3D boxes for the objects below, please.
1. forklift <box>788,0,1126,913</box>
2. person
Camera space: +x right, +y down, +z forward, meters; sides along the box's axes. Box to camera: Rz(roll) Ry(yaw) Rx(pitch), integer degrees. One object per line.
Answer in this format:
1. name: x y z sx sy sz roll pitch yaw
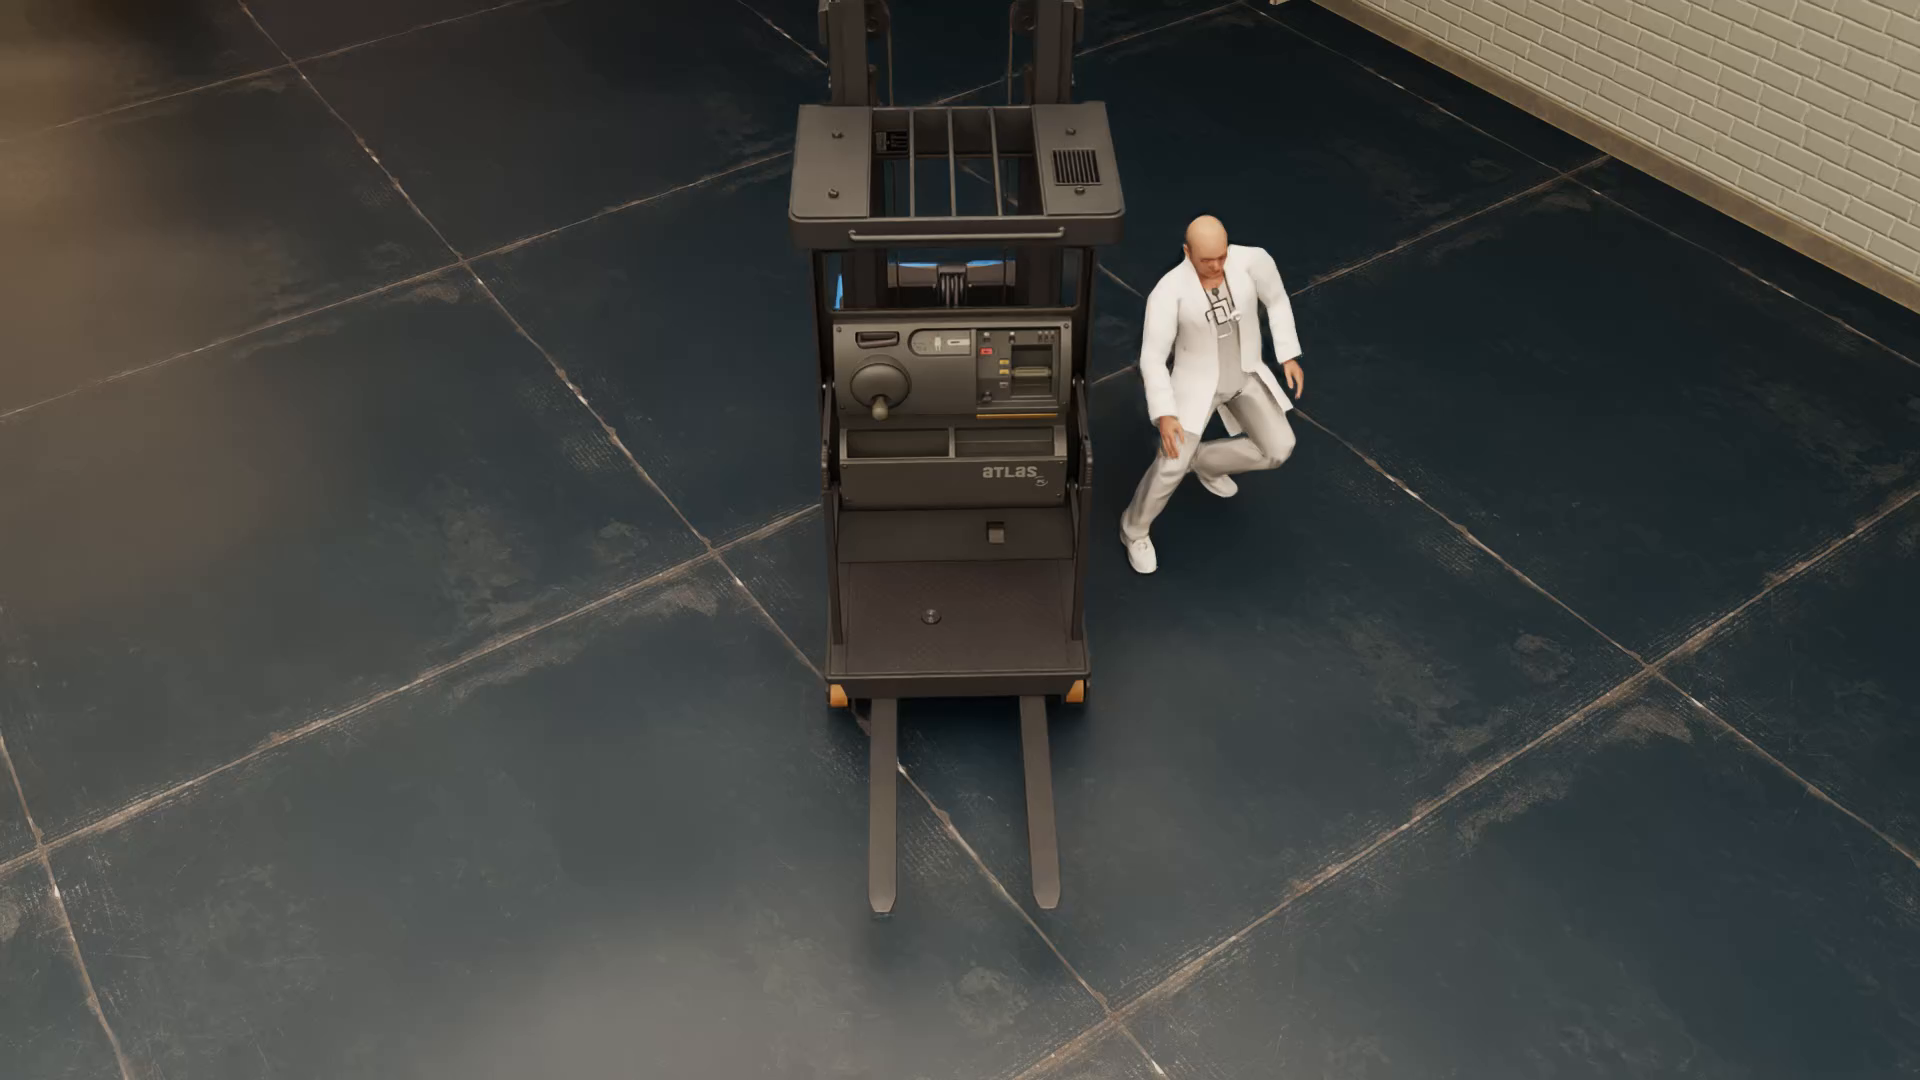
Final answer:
1. forklift: -0.020 -0.585 6.350 1.130 2.935 3.031 -1 43 -1
2. person: 1.135 -0.644 7.384 0.808 1.618 0.706 -10 44 -11
